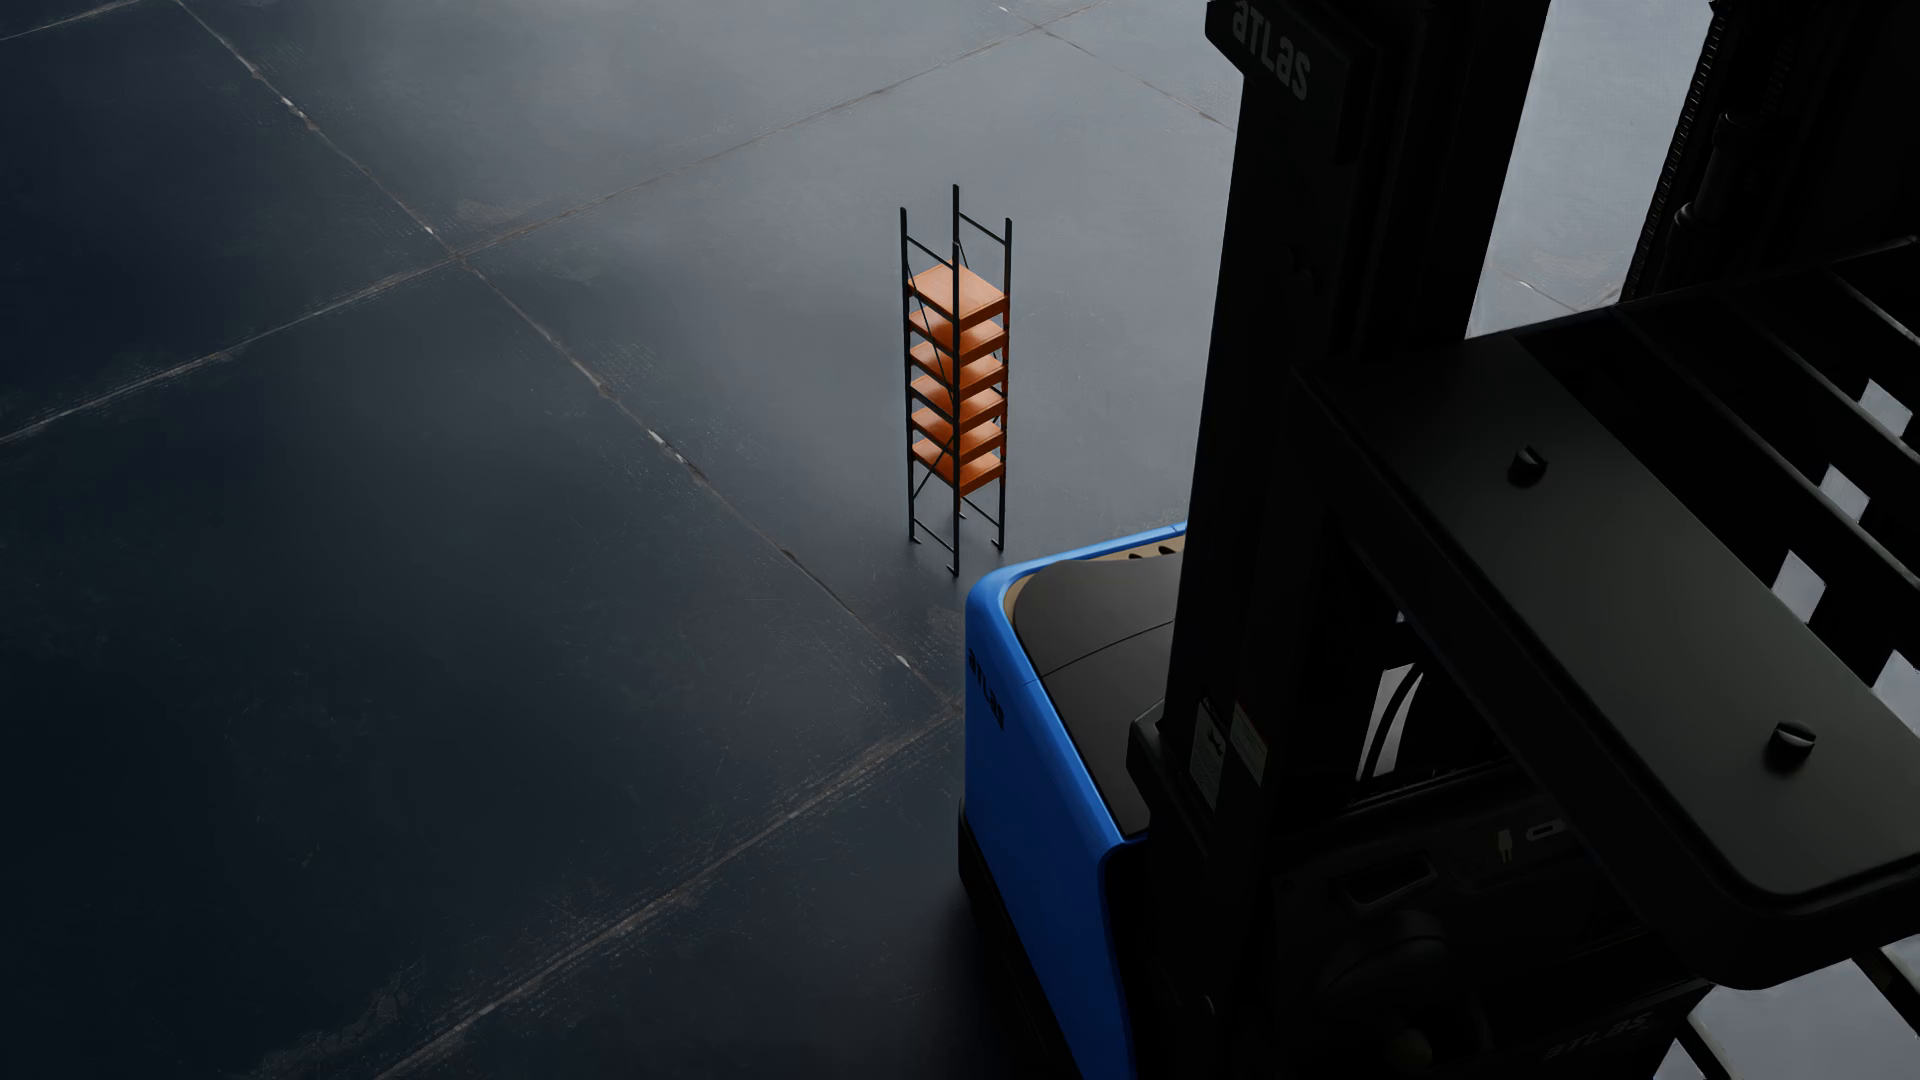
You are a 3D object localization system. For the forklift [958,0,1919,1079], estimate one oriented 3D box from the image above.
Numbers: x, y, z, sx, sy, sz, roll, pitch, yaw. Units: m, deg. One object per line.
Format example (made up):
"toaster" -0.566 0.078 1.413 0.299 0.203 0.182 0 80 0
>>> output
"forklift" 0.974 0.629 2.439 1.130 2.935 3.031 -14 45 -14

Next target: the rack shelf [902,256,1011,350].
"rack shelf" -0.011 -0.661 4.616 0.180 0.103 0.258 -30 51 -28

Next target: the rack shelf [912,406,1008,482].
"rack shelf" -0.011 -0.311 4.945 0.180 0.103 0.258 -30 51 -28

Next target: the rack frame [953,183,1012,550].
"rack frame" 0.059 -0.471 4.875 0.006 1.200 0.240 -30 51 -28

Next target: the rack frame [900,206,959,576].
"rack frame" -0.081 -0.391 4.790 0.006 1.200 0.240 -30 51 -28

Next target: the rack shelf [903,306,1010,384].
"rack shelf" -0.011 -0.574 4.699 0.180 0.103 0.258 -30 51 -28

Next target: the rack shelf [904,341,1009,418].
"rack shelf" -0.011 -0.486 4.781 0.180 0.103 0.258 -30 51 -28

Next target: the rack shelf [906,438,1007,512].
"rack shelf" -0.011 -0.224 5.027 0.180 0.103 0.258 -30 51 -28

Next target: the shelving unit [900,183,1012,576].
"shelving unit" -0.011 -0.431 4.832 0.189 1.200 0.258 -30 51 -28

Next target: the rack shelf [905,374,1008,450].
"rack shelf" -0.011 -0.399 4.863 0.180 0.103 0.258 -30 51 -28
